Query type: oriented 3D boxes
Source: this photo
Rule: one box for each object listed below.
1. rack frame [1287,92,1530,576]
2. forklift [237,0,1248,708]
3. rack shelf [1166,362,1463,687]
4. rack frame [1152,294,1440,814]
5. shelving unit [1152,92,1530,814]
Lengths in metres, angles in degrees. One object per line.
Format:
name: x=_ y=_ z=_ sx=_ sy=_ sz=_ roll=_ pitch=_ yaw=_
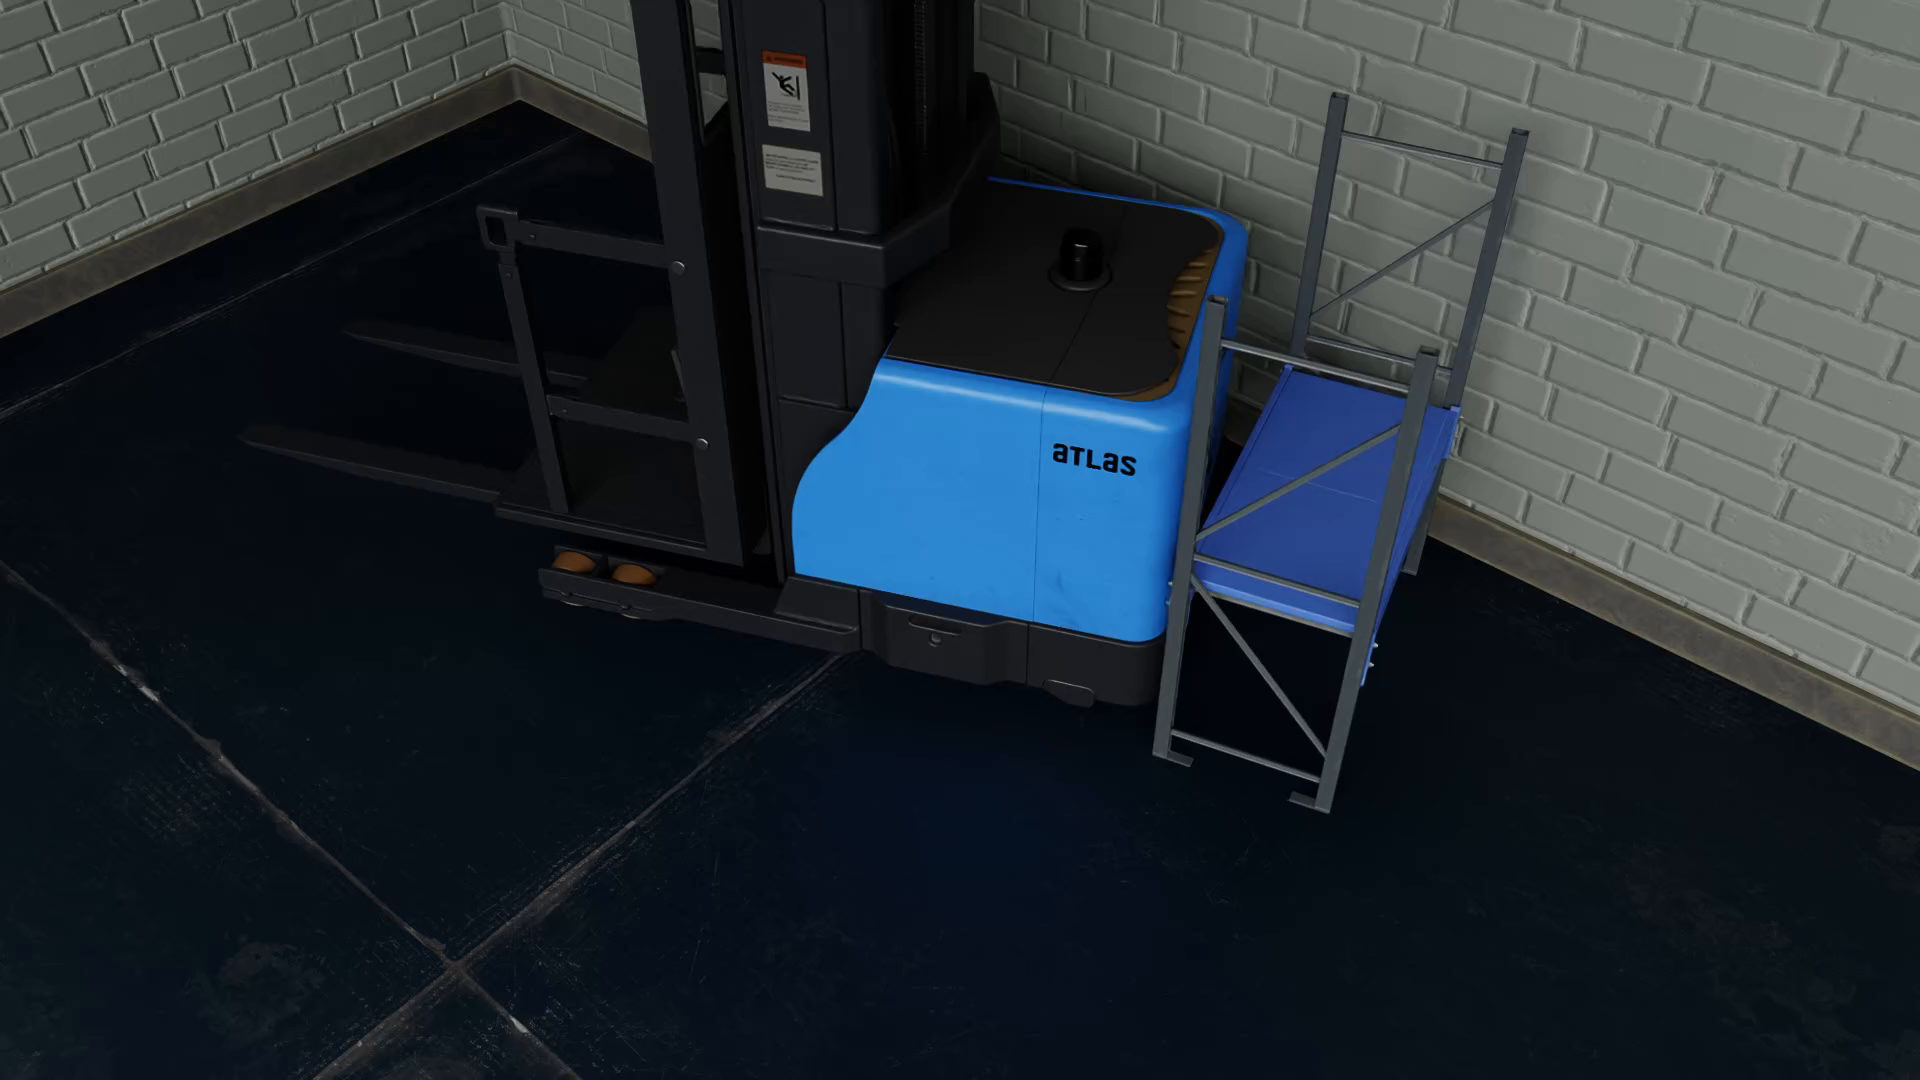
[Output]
rack frame: x=1.185 y=-0.524 z=4.711 sx=0.500 sy=1.500 sz=0.032 roll=17 pitch=45 yaw=18
forklift: x=-0.755 y=-1.177 z=4.365 sx=3.031 sy=2.935 sz=1.130 roll=11 pitch=43 yaw=12
rack shelf: x=0.975 y=-0.079 z=4.489 sx=0.538 sy=0.185 sz=1.000 roll=17 pitch=45 yaw=18
rack frame: x=0.765 y=0.099 z=4.026 sx=0.500 sy=1.500 sz=0.032 roll=17 pitch=45 yaw=18
shelving unit: x=0.975 y=-0.212 z=4.368 sx=0.538 sy=1.500 sz=1.048 roll=17 pitch=45 yaw=18
